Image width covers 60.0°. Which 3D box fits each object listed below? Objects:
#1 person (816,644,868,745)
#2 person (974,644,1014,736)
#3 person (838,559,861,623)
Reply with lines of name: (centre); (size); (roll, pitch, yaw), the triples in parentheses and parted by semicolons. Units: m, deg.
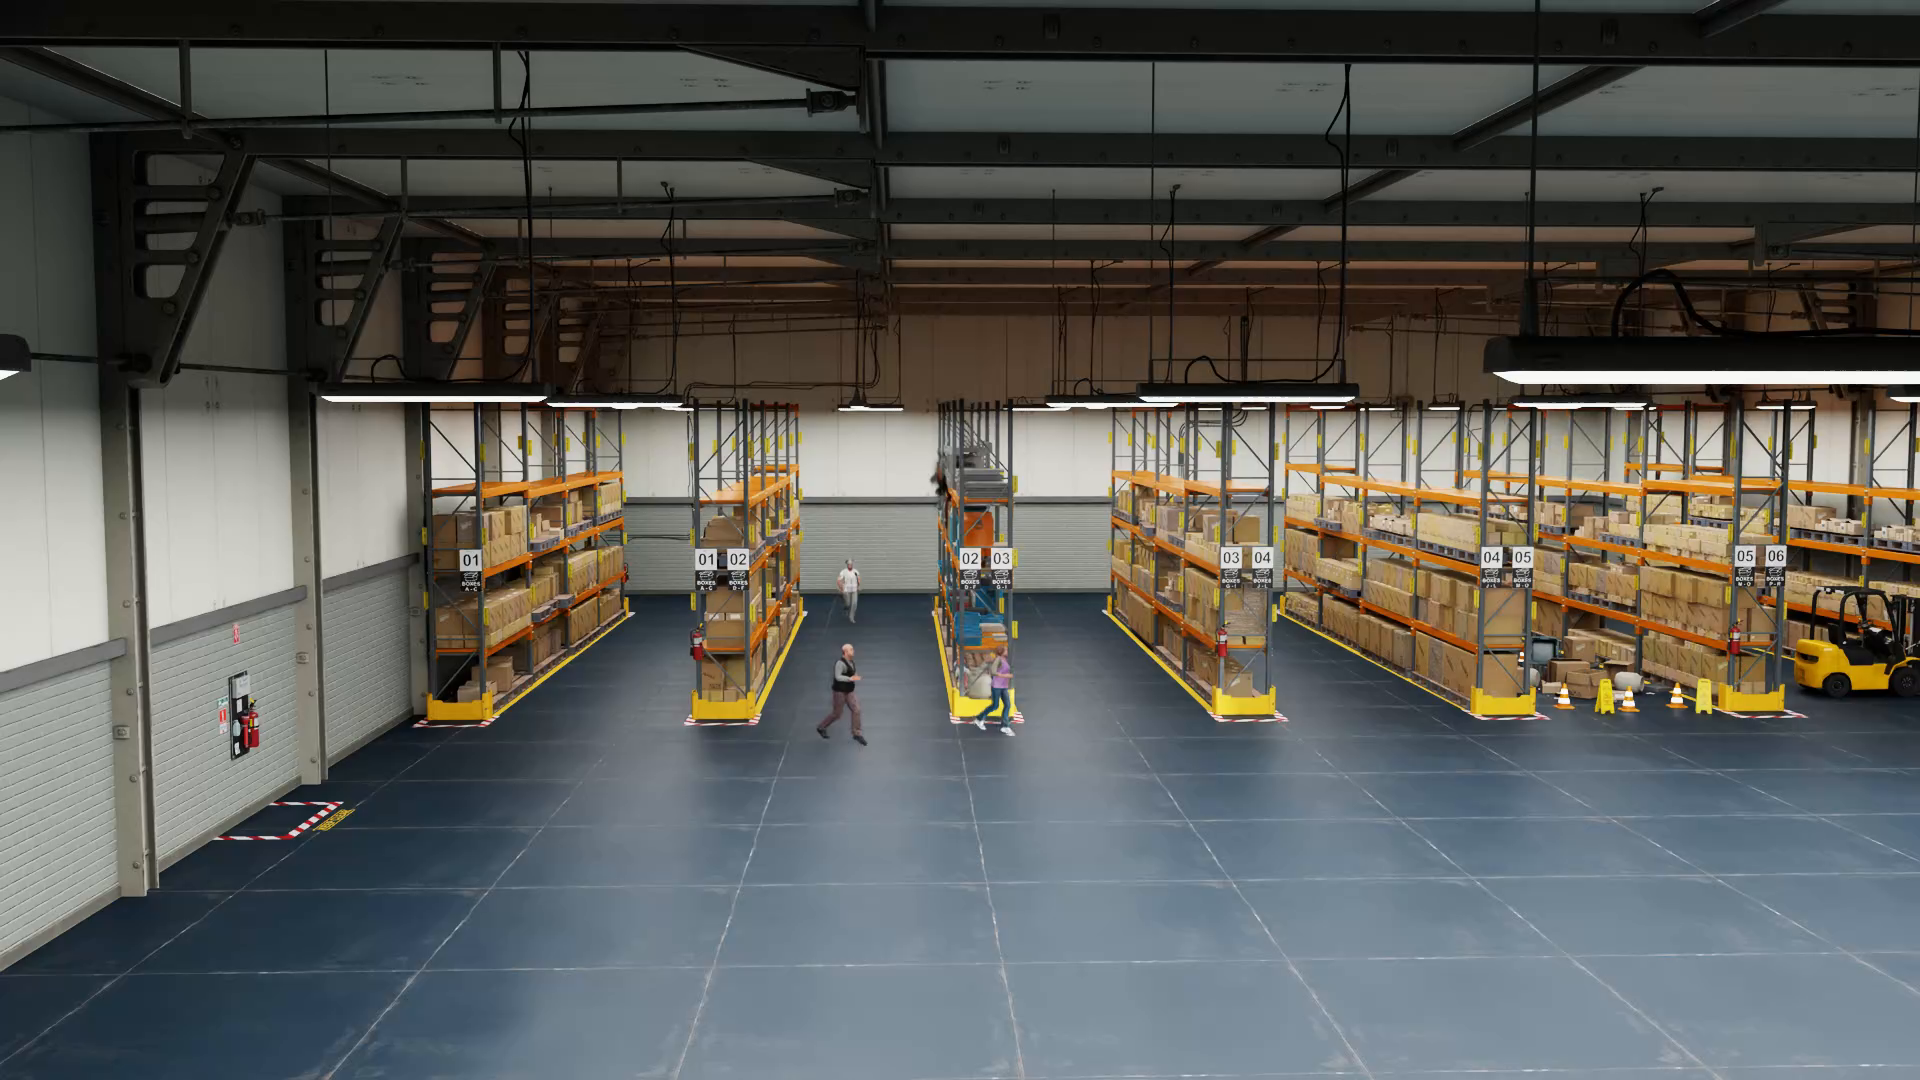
person: (-2.053, 2.676, 28.884); (0.970, 1.755, 0.677); (2, 5, 20)
person: (0.678, 2.670, 29.854); (0.777, 1.601, 0.549); (2, 5, 28)
person: (-3.033, 1.385, 45.825); (0.671, 1.746, 0.648); (-1, 5, -18)
